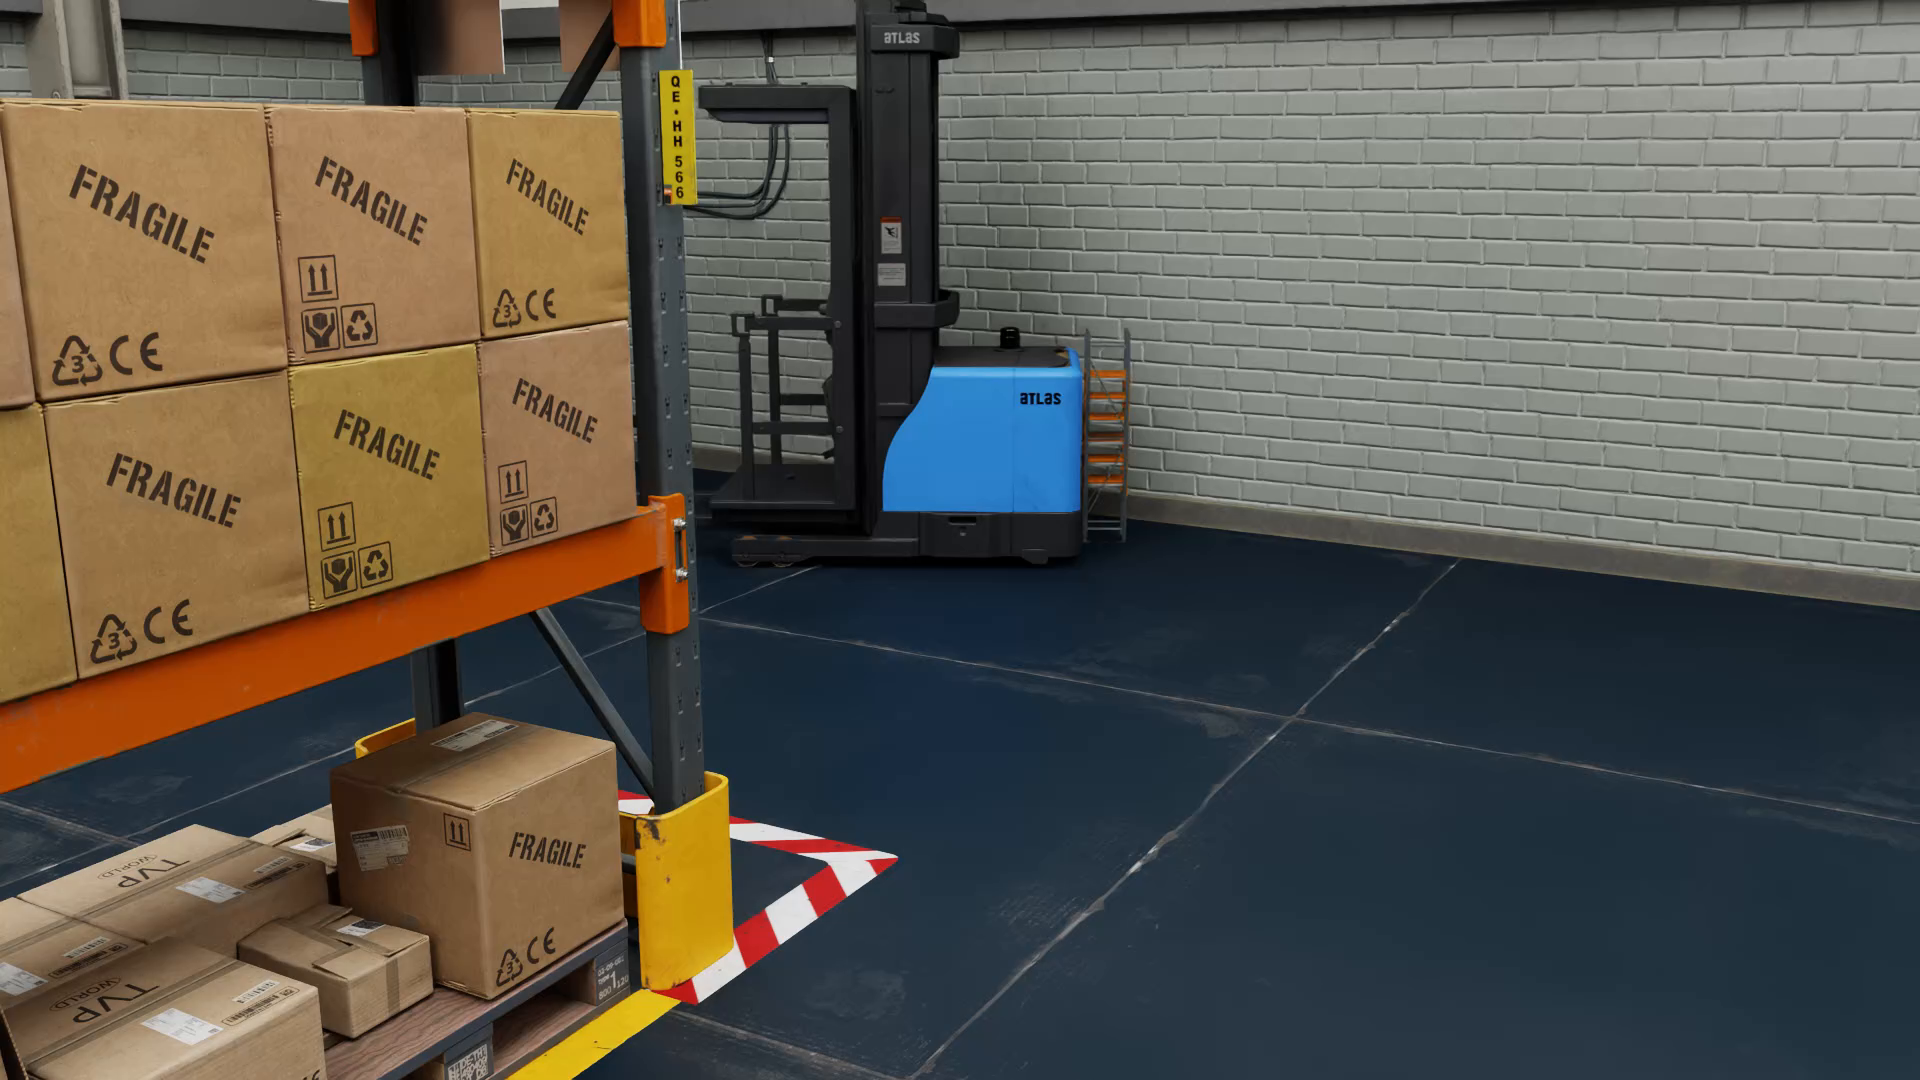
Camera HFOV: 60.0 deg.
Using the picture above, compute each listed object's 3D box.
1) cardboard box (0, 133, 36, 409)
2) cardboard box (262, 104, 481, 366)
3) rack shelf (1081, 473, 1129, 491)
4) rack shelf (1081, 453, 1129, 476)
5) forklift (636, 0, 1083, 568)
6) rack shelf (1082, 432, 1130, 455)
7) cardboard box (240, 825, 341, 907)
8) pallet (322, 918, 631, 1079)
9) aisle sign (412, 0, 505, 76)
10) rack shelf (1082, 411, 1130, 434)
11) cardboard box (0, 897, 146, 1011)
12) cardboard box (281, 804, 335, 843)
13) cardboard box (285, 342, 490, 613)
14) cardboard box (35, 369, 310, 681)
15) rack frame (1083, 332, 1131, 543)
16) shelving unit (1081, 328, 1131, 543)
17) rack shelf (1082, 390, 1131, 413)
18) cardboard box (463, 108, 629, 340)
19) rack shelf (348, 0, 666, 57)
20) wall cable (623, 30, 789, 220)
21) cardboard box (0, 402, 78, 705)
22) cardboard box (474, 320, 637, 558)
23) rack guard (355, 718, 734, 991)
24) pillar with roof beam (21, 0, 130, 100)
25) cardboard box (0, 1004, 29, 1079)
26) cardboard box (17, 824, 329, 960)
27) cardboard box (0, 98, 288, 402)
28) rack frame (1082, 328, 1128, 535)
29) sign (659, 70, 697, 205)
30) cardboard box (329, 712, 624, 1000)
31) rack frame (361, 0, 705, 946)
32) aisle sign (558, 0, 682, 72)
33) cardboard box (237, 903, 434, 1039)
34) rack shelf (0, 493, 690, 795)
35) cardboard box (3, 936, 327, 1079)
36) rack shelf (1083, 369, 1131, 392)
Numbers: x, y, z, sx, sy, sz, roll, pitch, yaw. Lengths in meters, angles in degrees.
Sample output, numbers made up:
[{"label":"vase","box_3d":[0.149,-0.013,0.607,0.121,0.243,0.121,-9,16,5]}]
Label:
[{"label":"cardboard box","box_3d":[-1.891,-0.450,2.652,0.500,0.500,0.500,8,16,30]},{"label":"cardboard box","box_3d":[-1.397,-0.662,3.532,0.500,0.500,0.500,8,16,30]},{"label":"rack shelf","box_3d":[0.825,-0.313,9.487,0.258,0.103,0.180,0,14,1]},{"label":"rack shelf","box_3d":[0.825,-0.430,9.459,0.258,0.103,0.180,0,14,1]},{"label":"forklift","box_3d":[-0.841,-1.400,9.088,3.031,2.935,1.130,1,14,2]},{"label":"rack shelf","box_3d":[0.825,-0.547,9.431,0.258,0.103,0.180,0,14,1]},{"label":"cardboard box","box_3d":[-1.803,0.908,4.472,0.380,0.166,0.250,7,15,28]},{"label":"pallet","box_3d":[-1.600,1.182,4.183,1.003,0.211,1.213,7,15,28]},{"label":"aisle sign","box_3d":[-1.403,-1.664,4.491,0.394,0.787,0.004,7,15,28]},{"label":"rack shelf","box_3d":[0.825,-0.663,9.403,0.258,0.103,0.180,0,14,1]},{"label":"cardboard box","box_3d":[-2.173,1.054,3.690,0.500,0.250,0.500,7,15,28]},{"label":"cardboard box","box_3d":[-1.682,0.866,4.687,0.380,0.149,0.250,7,15,28]},{"label":"cardboard box","box_3d":[-1.405,-0.172,3.635,0.500,0.500,0.500,8,15,29]},{"label":"cardboard box","box_3d":[-1.651,-0.071,3.213,0.500,0.500,0.500,8,15,28]},{"label":"rack frame","box_3d":[0.823,-0.568,9.331,0.240,1.200,0.006,0,14,1]},{"label":"shelving unit","box_3d":[0.825,-0.590,9.420,0.258,1.200,0.189,0,14,1]},{"label":"rack shelf","box_3d":[0.825,-0.780,9.374,0.258,0.103,0.180,0,14,1]},{"label":"cardboard box","box_3d":[-1.153,-0.766,3.962,0.500,0.500,0.500,7,15,28]},{"label":"rack shelf","box_3d":[-2.145,-1.052,2.630,1.077,0.370,4.000,7,15,28]},{"label":"wall cable","box_3d":[-2.470,-3.441,11.230,3.097,2.526,0.112,7,15,28]},{"label":"cardboard box","box_3d":[-1.894,0.033,2.785,0.500,0.500,0.500,7,15,27]},{"label":"cardboard box","box_3d":[-1.157,-0.279,4.079,0.500,0.500,0.500,8,16,30]},{"label":"rack guard","box_3d":[-1.215,0.877,4.828,1.175,0.500,0.348,7,15,28]},{"label":"pillar with roof beam","box_3d":[-1.200,-3.995,6.902,9.100,9.000,0.400,7,15,28]},{"label":"cardboard box","box_3d":[-2.209,1.081,3.038,0.797,0.503,0.637,7,15,28]},{"label":"cardboard box","box_3d":[-1.932,0.951,4.115,0.500,0.250,0.500,7,15,28]},{"label":"cardboard box","box_3d":[-1.643,-0.555,3.089,0.500,0.500,0.500,8,16,30]},{"label":"rack frame","box_3d":[0.826,-0.611,9.509,0.240,1.200,0.006,0,14,1]},{"label":"sign","box_3d":[-0.702,-1.003,4.149,0.100,0.325,0.005,7,15,28]},{"label":"cardboard box","box_3d":[-1.226,0.787,4.262,0.500,0.500,0.500,7,15,28]},{"label":"rack frame","box_3d":[-1.179,-0.353,4.599,1.000,3.000,0.127,7,15,28]},{"label":"aisle sign","box_3d":[-0.877,-1.597,4.209,0.394,0.787,0.004,7,15,28]},{"label":"cardboard box","box_3d":[-1.500,1.022,3.999,0.380,0.166,0.250,7,15,28]},{"label":"rack shelf","box_3d":[-2.145,0.407,2.982,1.077,0.370,4.000,7,15,28]},{"label":"cardboard box","box_3d":[-1.711,1.100,3.497,0.500,0.250,0.500,7,15,28]},{"label":"rack shelf","box_3d":[0.825,-0.897,9.346,0.258,0.103,0.180,0,14,1]}]
